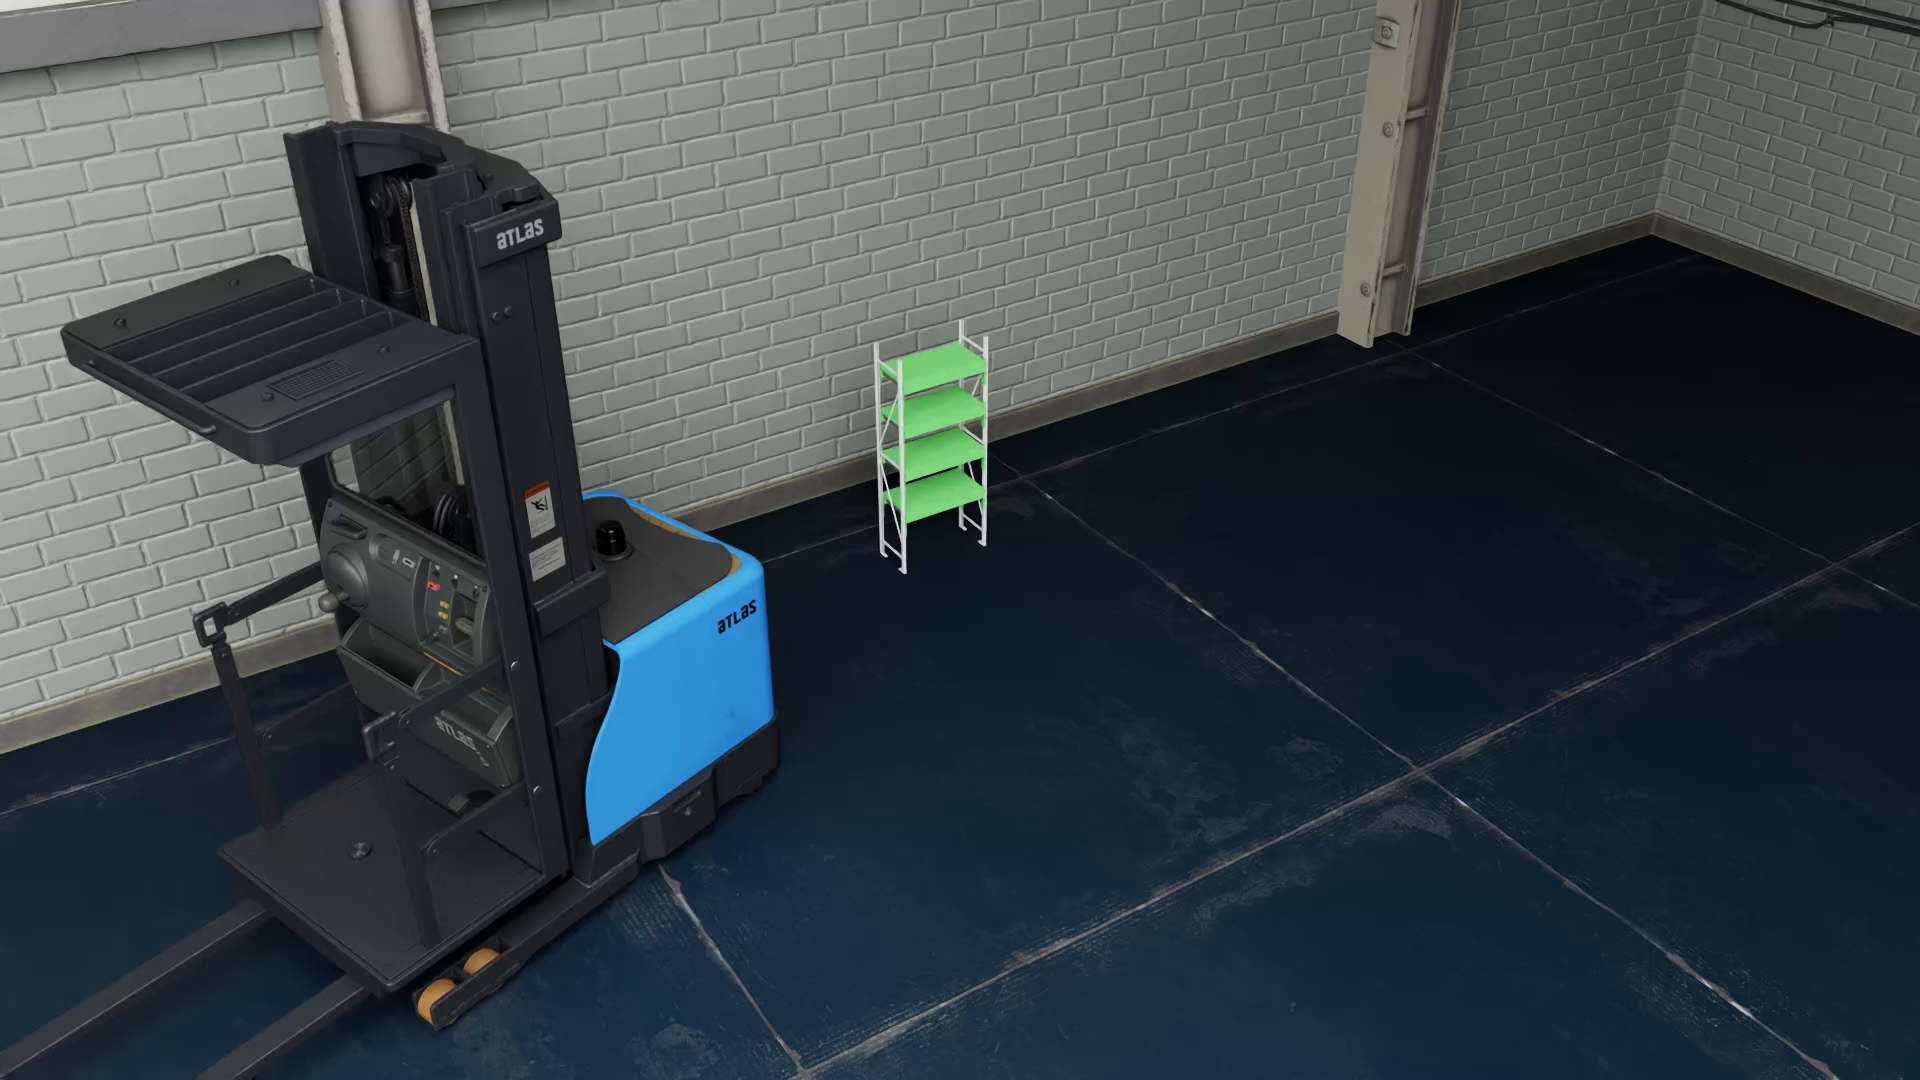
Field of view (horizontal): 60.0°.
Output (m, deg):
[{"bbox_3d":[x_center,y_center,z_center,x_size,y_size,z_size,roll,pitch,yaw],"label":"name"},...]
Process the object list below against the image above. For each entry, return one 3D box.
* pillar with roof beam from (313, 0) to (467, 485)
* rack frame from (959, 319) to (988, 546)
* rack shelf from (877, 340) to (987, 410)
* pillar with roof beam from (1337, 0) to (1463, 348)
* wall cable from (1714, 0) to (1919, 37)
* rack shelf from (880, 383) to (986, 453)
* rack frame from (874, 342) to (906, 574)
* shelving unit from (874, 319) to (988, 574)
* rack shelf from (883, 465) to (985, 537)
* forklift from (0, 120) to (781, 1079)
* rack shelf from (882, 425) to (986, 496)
[{"bbox_3d":[-0.009,-1.501,2.696,0.400,9.000,9.100,-19,37,-27],"label":"pillar with roof beam"},{"bbox_3d":[0.066,-0.530,8.466,0.015,1.200,0.240,-19,37,-27],"label":"rack frame"},{"bbox_3d":[-0.139,-0.812,8.132,0.480,0.148,0.258,-19,37,-27],"label":"rack shelf"},{"bbox_3d":[5.034,-3.236,5.445,0.400,9.000,9.100,-19,37,-27],"label":"pillar with roof beam"},{"bbox_3d":[5.895,-4.112,9.744,0.112,2.526,3.097,-19,37,-27],"label":"wall cable"},{"bbox_3d":[-0.139,-0.609,8.260,0.480,0.148,0.258,-19,37,-27],"label":"rack shelf"},{"bbox_3d":[-0.344,-0.389,8.242,0.015,1.200,0.240,-19,37,-27],"label":"rack frame"},{"bbox_3d":[-0.139,-0.460,8.354,0.503,1.200,0.258,-19,37,-27],"label":"shelving unit"},{"bbox_3d":[-0.139,-0.203,8.516,0.480,0.148,0.258,-19,37,-27],"label":"rack shelf"},{"bbox_3d":[-2.074,0.207,5.675,1.130,2.935,3.031,23,39,32],"label":"forklift"},{"bbox_3d":[-0.139,-0.406,8.388,0.480,0.148,0.258,-19,37,-27],"label":"rack shelf"}]
